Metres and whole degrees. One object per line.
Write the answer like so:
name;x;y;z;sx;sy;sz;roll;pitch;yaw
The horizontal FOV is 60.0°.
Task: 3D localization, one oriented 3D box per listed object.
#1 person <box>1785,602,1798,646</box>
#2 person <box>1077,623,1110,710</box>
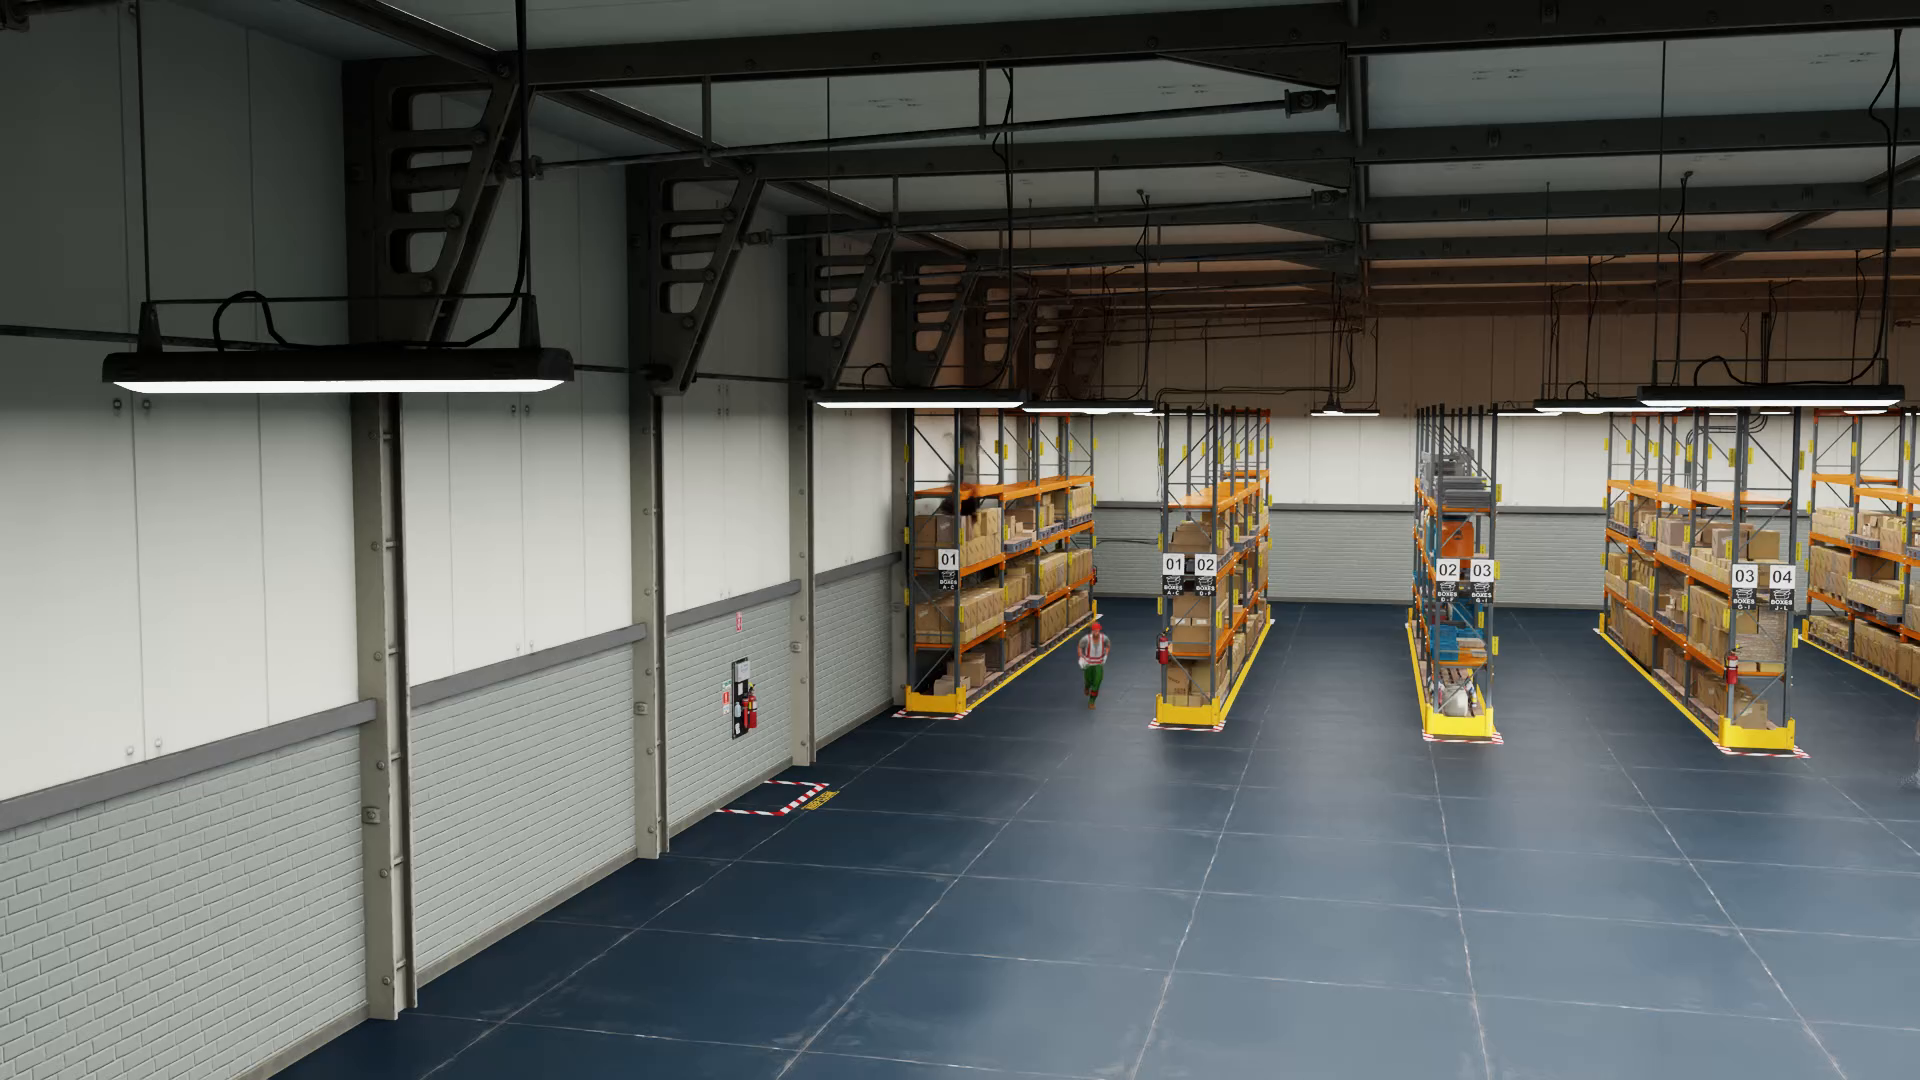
person;20.078;1.993;40.446;0.531;1.599;0.767;2;5;24
person;2.652;2.480;33.091;0.659;1.722;0.908;-1;4;-11
